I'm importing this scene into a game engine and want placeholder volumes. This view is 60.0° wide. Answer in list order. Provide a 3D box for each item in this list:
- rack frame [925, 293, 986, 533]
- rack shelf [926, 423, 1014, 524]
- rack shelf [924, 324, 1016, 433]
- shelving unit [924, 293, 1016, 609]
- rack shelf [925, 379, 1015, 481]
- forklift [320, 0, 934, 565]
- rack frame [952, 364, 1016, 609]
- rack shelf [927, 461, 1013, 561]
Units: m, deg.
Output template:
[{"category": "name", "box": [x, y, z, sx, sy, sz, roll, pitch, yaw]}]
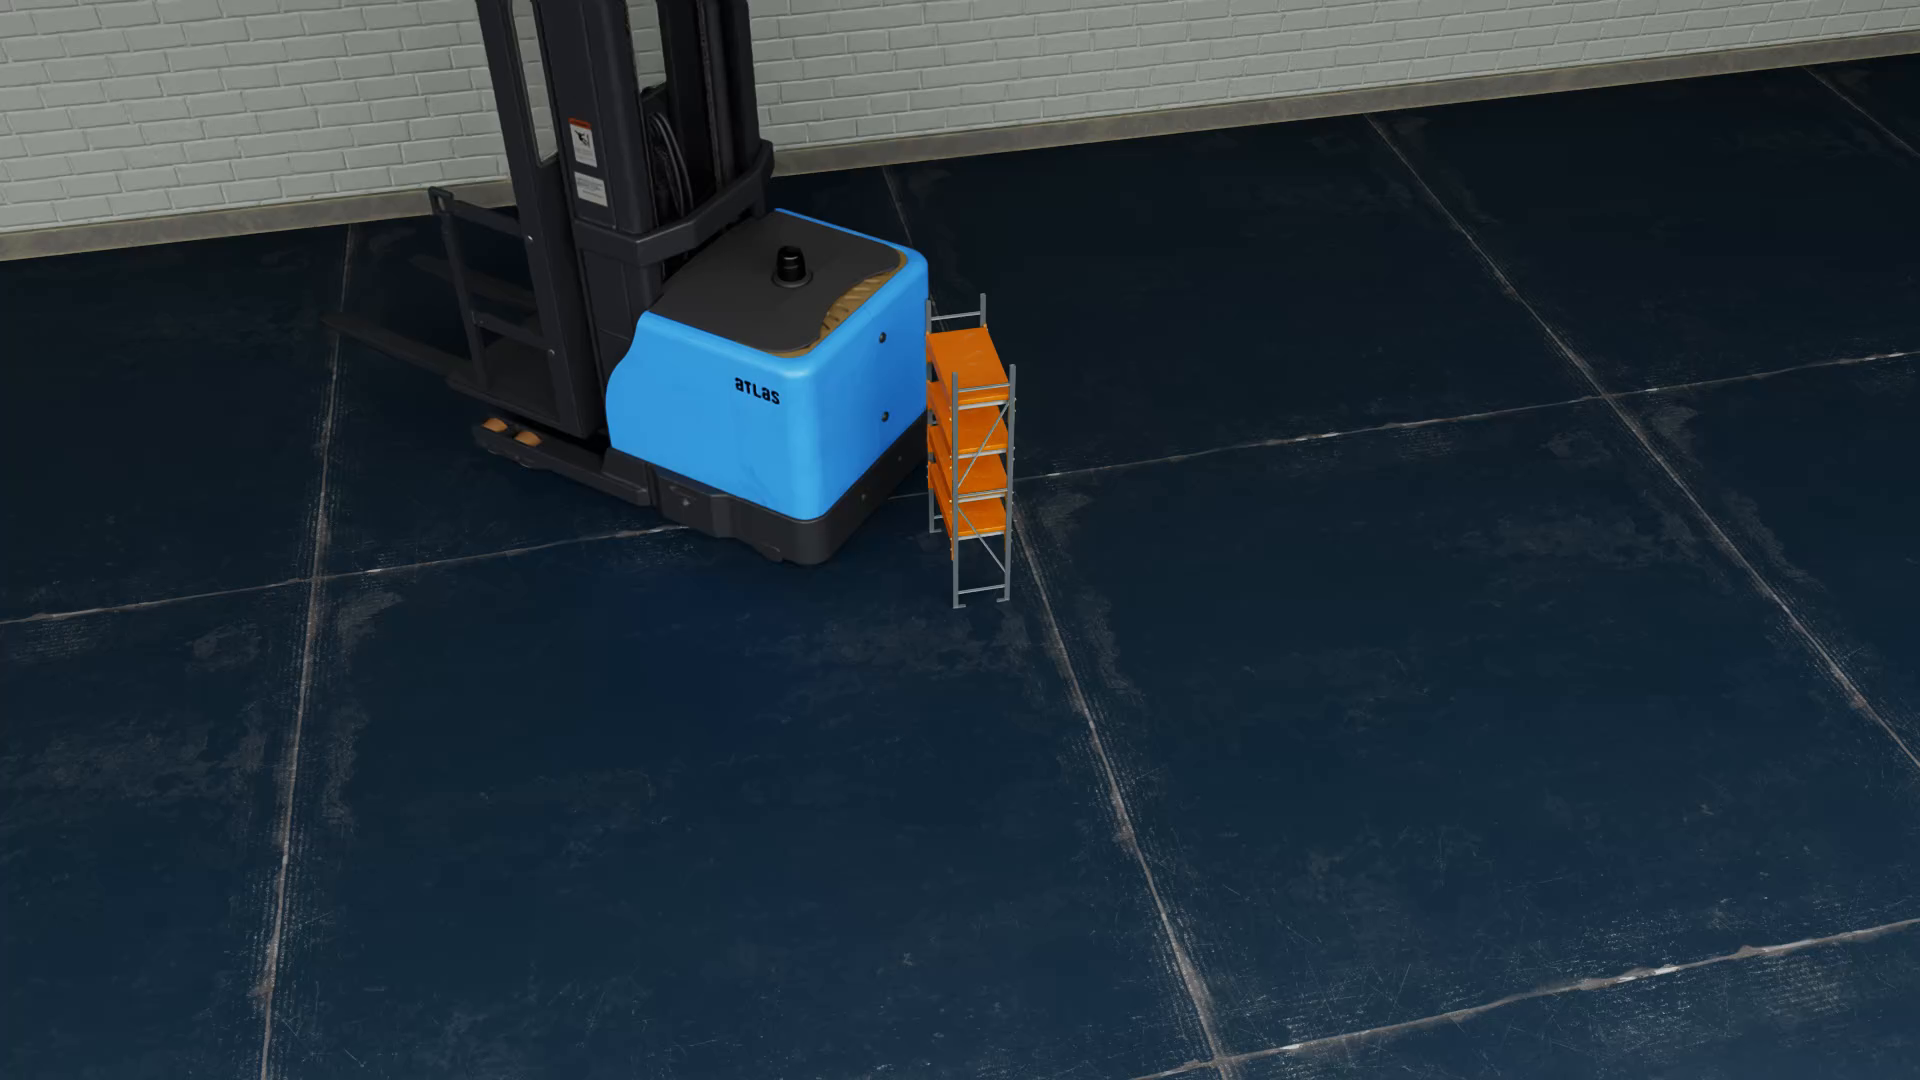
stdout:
[{"category": "rack frame", "box": [-0.017, -0.500, 6.909, 0.240, 1.200, 0.015, -8, 42, -9]}, {"category": "rack shelf", "box": [0.036, -0.291, 6.775, 0.258, 0.148, 0.480, -8, 42, -9]}, {"category": "rack shelf", "box": [0.036, -0.635, 6.470, 0.258, 0.148, 0.480, -8, 42, -9]}, {"category": "shelving unit", "box": [0.036, -0.341, 6.731, 0.258, 1.200, 0.503, -8, 42, -9]}, {"category": "rack shelf", "box": [0.036, -0.458, 6.627, 0.258, 0.148, 0.480, -8, 42, -9]}, {"category": "forklift", "box": [-1.656, -1.711, 6.970, 3.031, 2.935, 1.130, 21, 46, 22]}, {"category": "rack frame", "box": [0.088, -0.183, 6.553, 0.240, 1.200, 0.015, -8, 42, -9]}, {"category": "rack shelf", "box": [0.036, -0.143, 6.907, 0.258, 0.148, 0.480, -8, 42, -9]}]
